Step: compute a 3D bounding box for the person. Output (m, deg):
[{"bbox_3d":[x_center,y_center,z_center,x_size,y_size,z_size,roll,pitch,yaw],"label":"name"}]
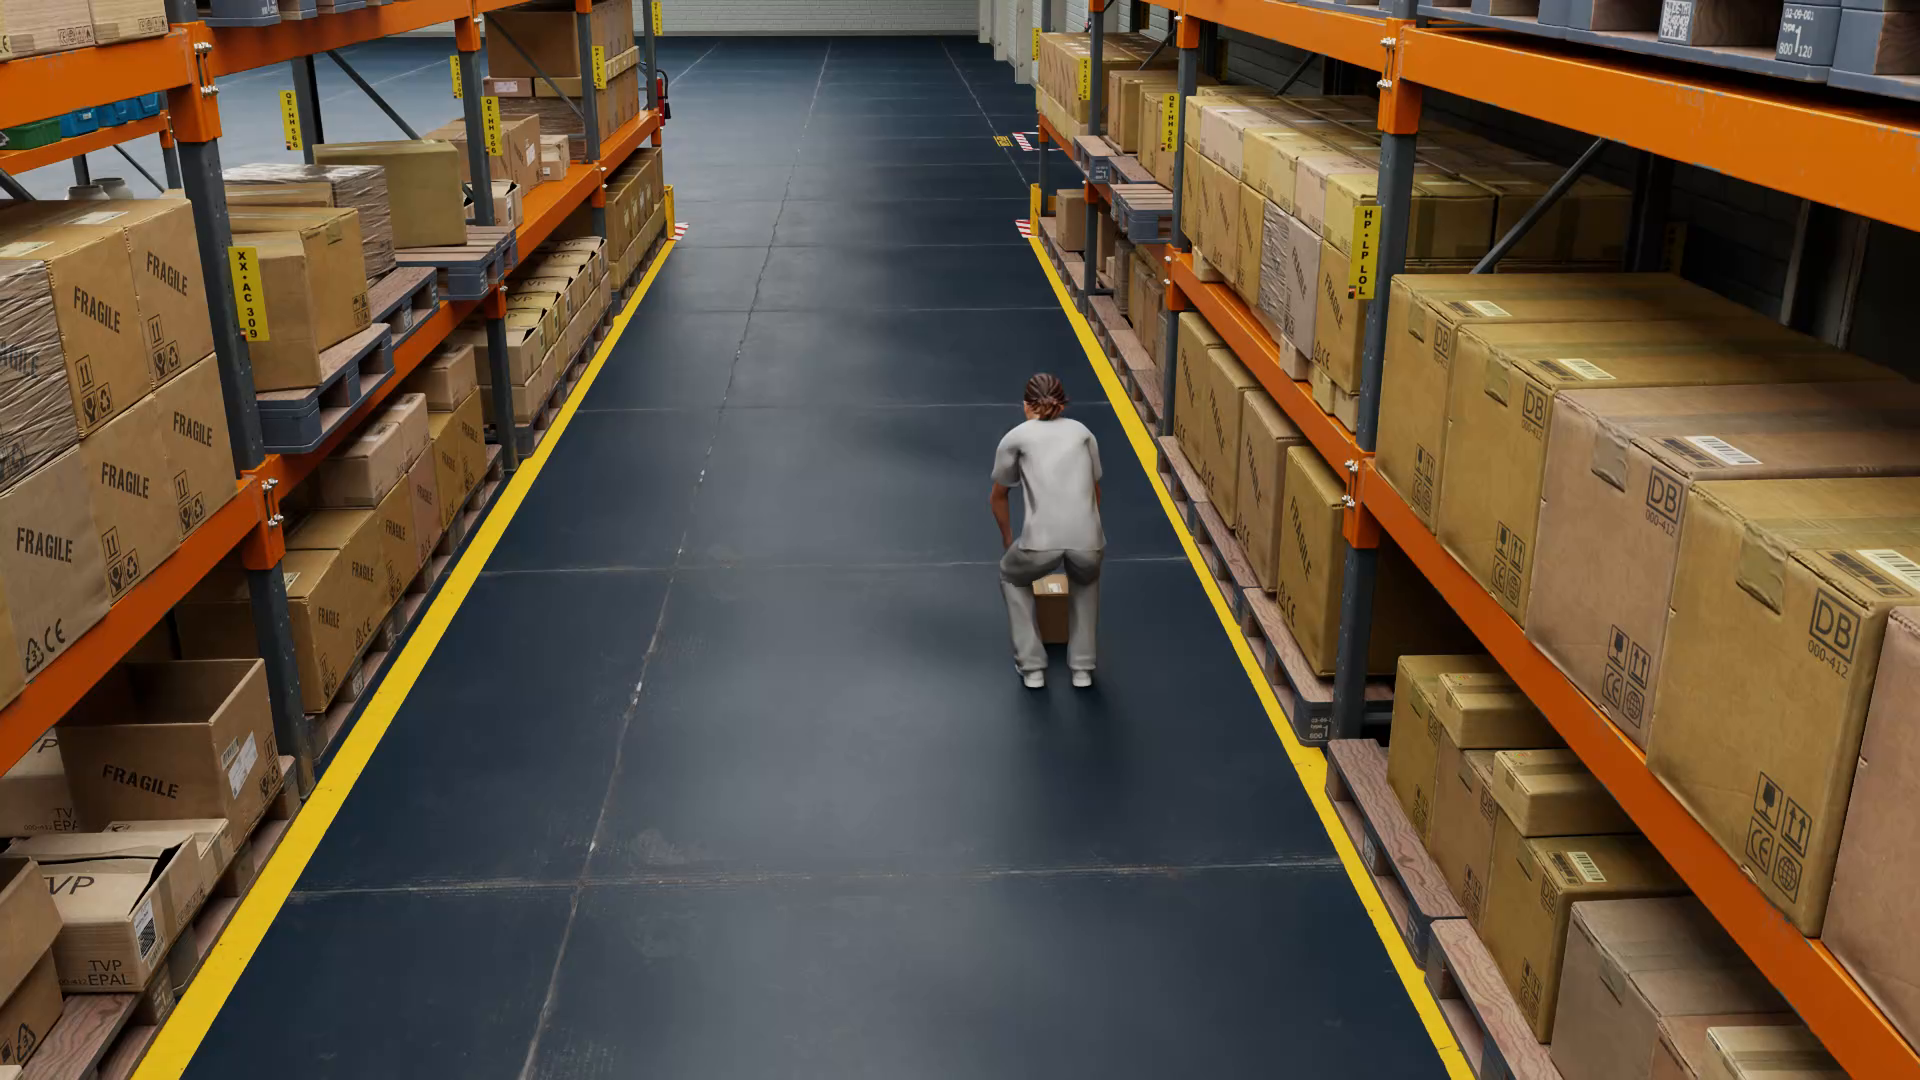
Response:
[{"bbox_3d":[0.380,-0.028,7.191,0.493,1.304,0.683,-1,21,-3],"label":"person"}]
